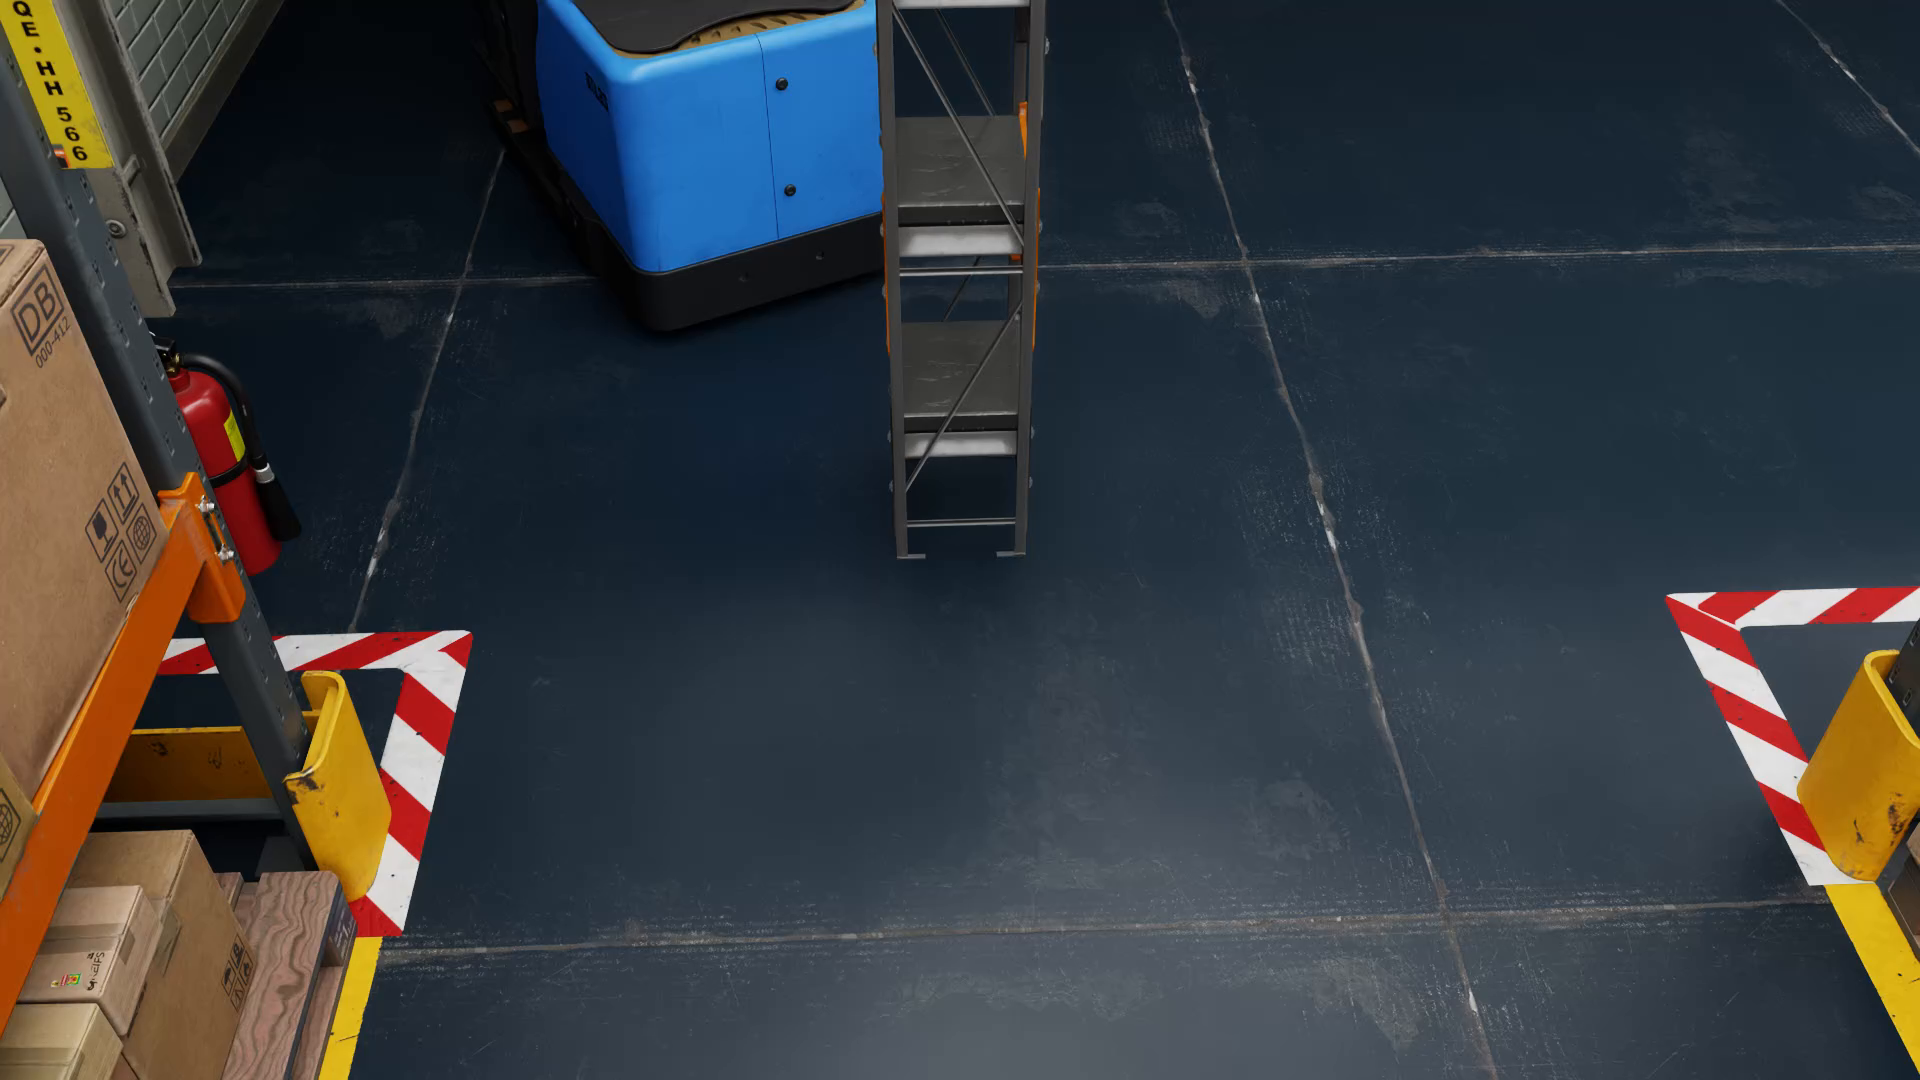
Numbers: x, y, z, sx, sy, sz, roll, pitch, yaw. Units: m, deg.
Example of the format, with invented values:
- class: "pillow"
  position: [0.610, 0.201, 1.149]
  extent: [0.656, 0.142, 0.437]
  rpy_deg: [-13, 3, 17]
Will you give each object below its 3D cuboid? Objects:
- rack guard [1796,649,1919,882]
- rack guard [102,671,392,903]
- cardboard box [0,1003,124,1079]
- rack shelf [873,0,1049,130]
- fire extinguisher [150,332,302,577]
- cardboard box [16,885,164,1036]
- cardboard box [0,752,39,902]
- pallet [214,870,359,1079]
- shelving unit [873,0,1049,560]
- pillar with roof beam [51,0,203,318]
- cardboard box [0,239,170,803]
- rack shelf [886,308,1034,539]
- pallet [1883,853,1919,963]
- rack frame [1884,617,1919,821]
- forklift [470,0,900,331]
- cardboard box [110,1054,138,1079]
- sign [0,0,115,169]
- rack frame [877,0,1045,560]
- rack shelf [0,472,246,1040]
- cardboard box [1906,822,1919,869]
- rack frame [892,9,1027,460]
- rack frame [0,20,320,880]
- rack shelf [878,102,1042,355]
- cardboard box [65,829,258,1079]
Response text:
- class: "rack guard"
  position: [2.853, 0.565, 4.263]
  extent: [1.175, 0.500, 0.348]
  rpy_deg: [-2, 43, -2]
- class: "rack guard"
  position: [-2.100, 0.642, 4.179]
  extent: [1.175, 0.500, 0.348]
  rpy_deg: [-2, 43, -2]
- class: "cardboard box"
  position: [-1.770, 0.988, 3.011]
  extent: [0.380, 0.149, 0.250]
  rpy_deg: [-1, 43, -1]
- class: "rack shelf"
  position: [-0.007, -1.392, 4.199]
  extent: [0.431, 0.518, 0.480]
  rpy_deg: [-2, 43, -2]
- class: "fire extinguisher"
  position: [-1.644, -0.212, 3.595]
  extent: [0.296, 0.674, 0.183]
  rpy_deg: [-2, 43, -2]
- class: "cardboard box"
  position: [-1.782, 0.816, 3.199]
  extent: [0.380, 0.149, 0.250]
  rpy_deg: [-2, 43, -2]
- class: "cardboard box"
  position: [-2.025, 0.461, 2.305]
  extent: [0.980, 0.700, 0.700]
  rpy_deg: [-2, 43, -2]
- class: "pallet"
  position: [-1.987, 1.303, 3.673]
  extent: [1.003, 0.211, 1.213]
  rpy_deg: [-2, 43, -2]
- class: "shelving unit"
  position: [-0.007, -0.886, 4.662]
  extent: [0.431, 2.100, 0.503]
  rpy_deg: [-2, 43, -2]
- class: "pillar with roof beam"
  position: [1.223, -4.396, 3.386]
  extent: [9.100, 9.000, 0.400]
  rpy_deg: [-2, 43, -2]
- class: "cardboard box"
  position: [-2.067, -0.029, 2.840]
  extent: [0.980, 0.700, 0.700]
  rpy_deg: [0, 43, 0]
- class: "rack shelf"
  position: [-0.007, -0.360, 5.145]
  extent: [0.431, 0.518, 0.480]
  rpy_deg: [-2, 43, -2]
- class: "pallet"
  position: [2.888, 1.210, 3.774]
  extent: [1.003, 0.211, 1.213]
  rpy_deg: [-2, 43, -2]
- class: "rack frame"
  position: [2.850, -0.408, 3.475]
  extent: [1.000, 3.000, 0.127]
  rpy_deg: [-2, 43, -2]
- class: "forklift"
  position: [-1.368, -2.818, 6.155]
  extent: [1.130, 2.935, 3.031]
  rpy_deg: [-20, 46, -21]
- class: "cardboard box"
  position: [-1.948, 1.311, 3.139]
  extent: [0.700, 0.500, 0.500]
  rpy_deg: [-2, 43, -2]
- class: "sign"
  position: [-1.556, -0.783, 2.852]
  extent: [0.100, 0.325, 0.005]
  rpy_deg: [-2, 43, -2]
- class: "rack frame"
  position: [0.003, -0.721, 4.483]
  extent: [0.400, 2.100, 0.015]
  rpy_deg: [-2, 43, -2]
- class: "rack shelf"
  position: [-2.014, 1.352, 2.087]
  extent: [1.077, 0.370, 4.000]
  rpy_deg: [-2, 43, -2]
- class: "cardboard box"
  position: [2.524, 0.774, 3.970]
  extent: [0.380, 0.149, 0.250]
  rpy_deg: [-2, 43, -2]
- class: "rack frame"
  position: [-0.017, -1.051, 4.842]
  extent: [0.400, 2.100, 0.015]
  rpy_deg: [-2, 43, -2]
- class: "rack frame"
  position: [-2.099, -0.263, 3.317]
  extent: [1.000, 3.000, 0.127]
  rpy_deg: [-2, 43, -2]
- class: "rack shelf"
  position: [-0.007, -0.876, 4.672]
  extent: [0.431, 0.518, 0.480]
  rpy_deg: [-2, 43, -2]
- class: "cardboard box"
  position: [-1.969, 0.973, 3.507]
  extent: [0.700, 0.500, 0.500]
  rpy_deg: [-2, 43, -2]
